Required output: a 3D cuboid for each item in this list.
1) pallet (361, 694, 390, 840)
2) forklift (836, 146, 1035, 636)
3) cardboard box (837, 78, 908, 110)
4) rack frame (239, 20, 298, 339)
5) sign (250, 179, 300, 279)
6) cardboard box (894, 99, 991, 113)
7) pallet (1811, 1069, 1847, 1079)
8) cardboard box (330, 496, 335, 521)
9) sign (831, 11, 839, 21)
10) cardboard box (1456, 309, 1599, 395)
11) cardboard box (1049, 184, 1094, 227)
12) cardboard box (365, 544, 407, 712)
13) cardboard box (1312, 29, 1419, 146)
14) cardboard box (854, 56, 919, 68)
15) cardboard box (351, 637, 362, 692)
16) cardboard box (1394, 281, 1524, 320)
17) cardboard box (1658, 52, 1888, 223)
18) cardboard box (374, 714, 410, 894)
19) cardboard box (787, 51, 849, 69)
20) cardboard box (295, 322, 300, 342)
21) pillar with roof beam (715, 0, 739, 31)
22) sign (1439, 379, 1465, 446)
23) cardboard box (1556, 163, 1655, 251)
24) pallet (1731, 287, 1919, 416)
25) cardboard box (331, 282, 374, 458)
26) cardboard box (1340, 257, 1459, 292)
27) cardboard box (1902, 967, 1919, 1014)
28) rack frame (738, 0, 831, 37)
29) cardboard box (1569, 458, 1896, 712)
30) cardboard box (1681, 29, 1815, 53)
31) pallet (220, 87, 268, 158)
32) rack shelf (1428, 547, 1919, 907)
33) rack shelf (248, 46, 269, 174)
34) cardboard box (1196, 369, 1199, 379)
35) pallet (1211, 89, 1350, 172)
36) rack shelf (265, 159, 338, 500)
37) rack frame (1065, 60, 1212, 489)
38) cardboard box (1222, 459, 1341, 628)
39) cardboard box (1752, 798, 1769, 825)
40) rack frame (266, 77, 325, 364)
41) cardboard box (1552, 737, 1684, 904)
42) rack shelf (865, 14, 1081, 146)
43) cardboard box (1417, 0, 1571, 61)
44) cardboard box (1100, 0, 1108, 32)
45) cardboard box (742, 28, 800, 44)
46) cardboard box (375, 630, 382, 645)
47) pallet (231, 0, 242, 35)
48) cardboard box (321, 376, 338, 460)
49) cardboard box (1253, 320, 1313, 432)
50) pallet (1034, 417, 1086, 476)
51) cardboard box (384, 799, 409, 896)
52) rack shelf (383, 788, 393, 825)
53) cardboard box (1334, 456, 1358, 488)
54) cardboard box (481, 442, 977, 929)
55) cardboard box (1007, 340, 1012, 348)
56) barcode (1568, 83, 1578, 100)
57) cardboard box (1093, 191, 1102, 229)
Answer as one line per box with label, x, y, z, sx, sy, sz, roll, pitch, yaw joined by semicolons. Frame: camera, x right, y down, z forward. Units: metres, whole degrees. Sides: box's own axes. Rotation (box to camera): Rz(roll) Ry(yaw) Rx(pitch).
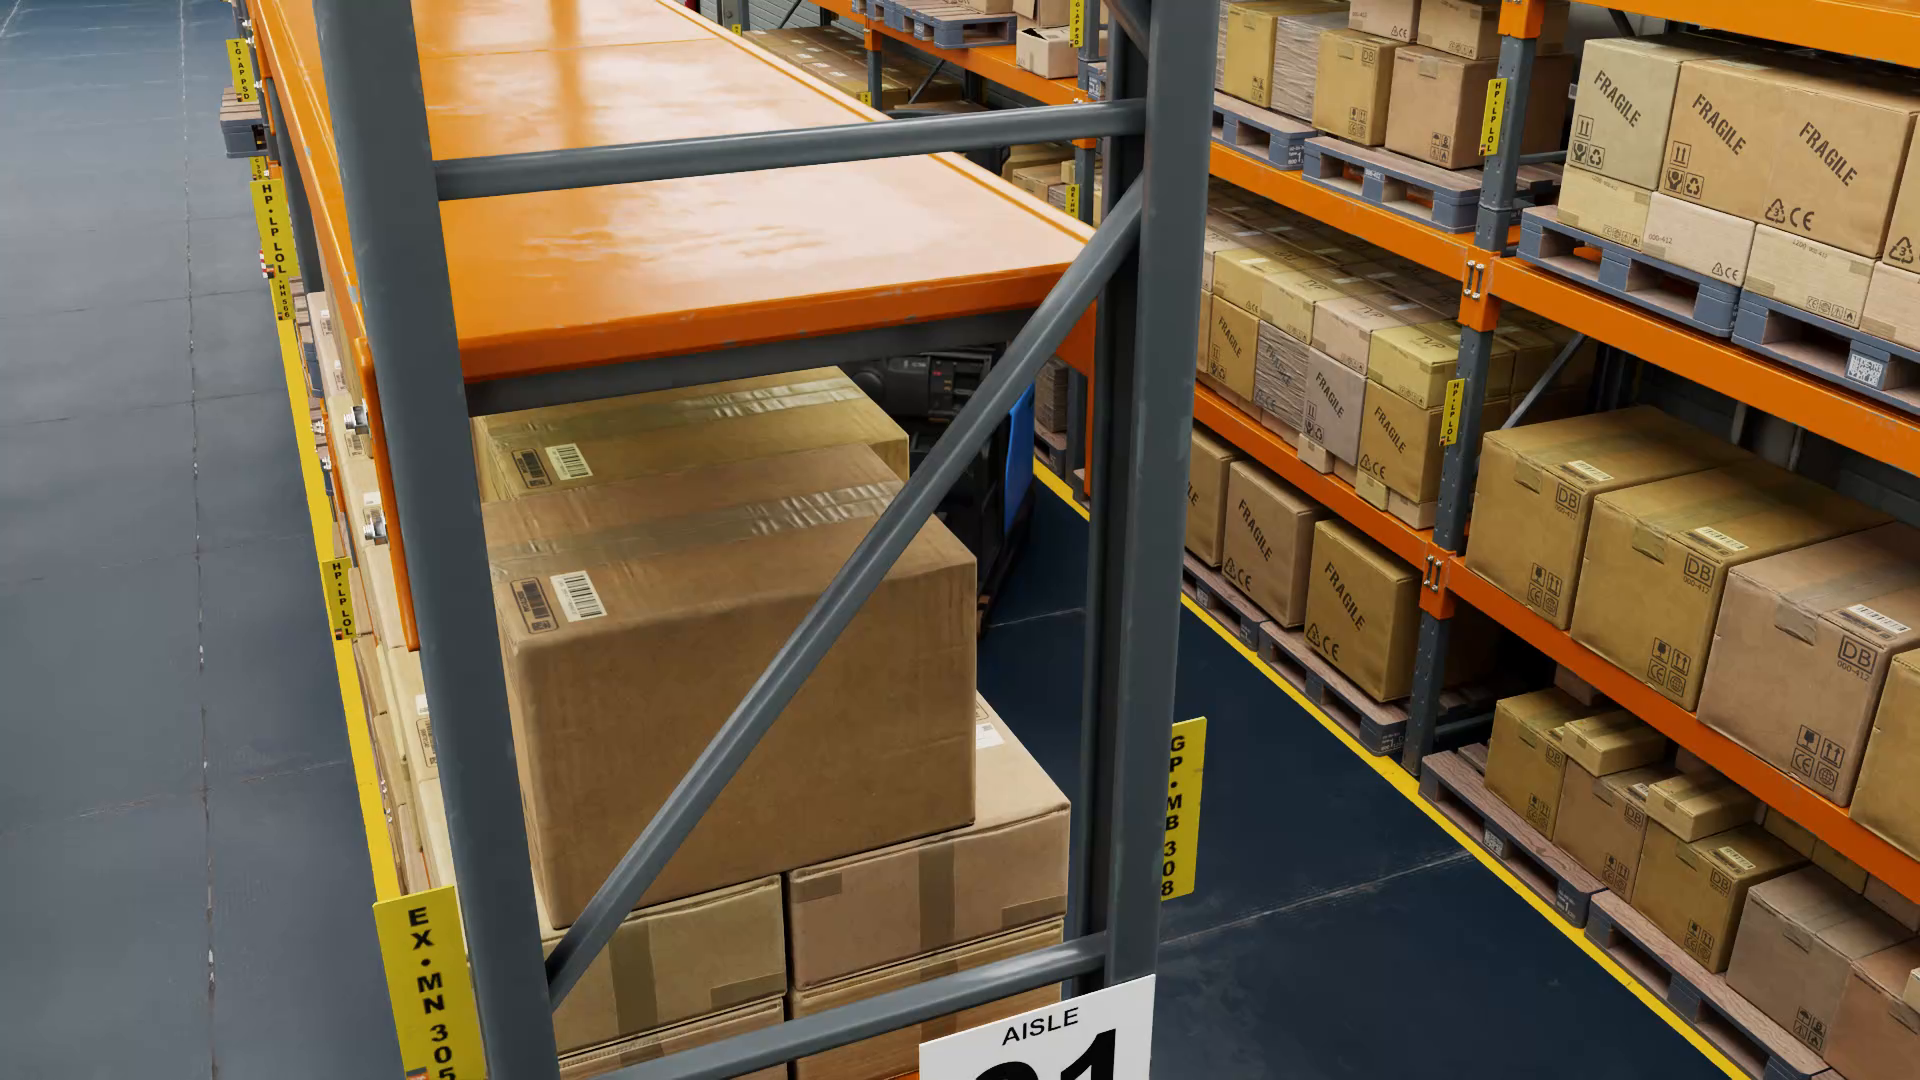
pallet;-2.577;1.078;8.802;1.003;0.211;1.213;-11;28;-21
forklift;-0.316;-0.889;9.802;1.129;2.867;3.031;6;27;12
cardboard box;-0.788;-3.858;15.027;0.500;0.500;0.500;-11;28;-21
rack frame;-4.875;-2.590;13.135;1.000;3.000;0.127;-11;28;-21
sign;-2.251;-1.020;5.464;0.100;0.325;0.005;-11;28;-21
cardboard box;-0.150;-3.474;14.330;0.700;0.500;0.500;-10;28;-20
pallet;3.996;2.346;6.205;1.003;0.211;1.213;-11;28;-21
cardboard box;-3.740;-0.349;10.562;0.500;0.311;0.500;-10;28;-19
sign;-1.366;-5.807;18.044;0.100;0.325;0.005;-11;28;-21
cardboard box;2.875;-0.968;8.482;0.500;0.250;0.500;-10;28;-19
cardboard box;1.055;-2.258;11.841;0.700;0.500;0.500;-14;29;-27
cardboard box;-0.999;0.182;3.641;0.500;0.250;0.500;-11;28;-21
cardboard box;2.294;-2.391;8.694;0.700;0.500;0.500;-11;28;-22
cardboard box;-0.699;-4.358;16.050;0.500;0.500;0.500;-10;28;-19
cardboard box;-2.991;0.597;8.955;0.500;0.500;0.500;-11;28;-21
cardboard box;2.664;-1.178;8.913;0.500;0.250;0.500;-10;28;-20
cardboard box;3.043;-1.521;6.252;0.500;0.500;0.500;-11;28;-22
cardboard box;-1.413;0.800;4.939;0.500;0.500;0.500;-11;28;-22
cardboard box;-1.380;-4.474;16.288;0.500;0.500;0.500;-10;28;-19
cardboard box;-4.942;-1.585;13.094;0.500;0.311;0.500;-10;28;-20
pillar with roof beam;-7.125;-9.301;20.044;9.100;9.000;0.400;-11;28;-21
sign;2.320;-0.600;7.831;0.100;0.325;0.005;-11;28;-21
cardboard box;2.843;-1.402;6.863;0.500;0.250;0.500;-11;28;-21
pallet;3.600;-0.697;5.941;1.003;0.211;1.213;-11;28;-21
cardboard box;-1.249;-0.585;4.358;0.700;0.500;0.500;-11;28;-21
cardboard box;2.463;-1.379;9.325;0.500;0.250;0.500;-12;28;-22
cardboard box;3.697;1.656;6.070;0.380;0.149;0.250;-10;28;-19
rack frame;-1.884;-5.057;18.189;1.000;3.000;0.127;-11;28;-21
cardboard box;3.293;0.170;7.141;0.980;0.700;0.700;-11;28;-22
cardboard box;3.303;-1.822;6.867;0.500;0.500;0.500;-11;28;-21
pallet;-3.656;-2.496;9.741;1.213;0.211;1.003;-9;28;-18
rack shelf;3.598;0.918;6.771;1.077;0.370;4.000;-11;28;-21
rack shelf;-4.091;-2.807;10.981;1.077;0.370;4.000;-11;28;-21
cardboard box;1.603;-1.142;10.434;0.380;0.149;0.250;-10;28;-19
pallet;1.990;-2.389;9.520;1.003;0.211;1.213;-9;28;-18
rack shelf;-2.525;-1.192;7.674;1.077;0.370;4.000;-11;28;-21
rack frame;1.249;-1.827;11.574;1.000;3.000;0.127;-11;28;-21
cardboard box;2.090;-0.034;9.872;0.750;0.750;0.750;-10;28;-19
cardboard box;3.550;1.078;7.254;0.380;0.149;0.250;-10;28;-20
rack frame;-1.742;-2.056;5.204;1.000;3.000;0.127;-11;28;-21
cardboard box;3.207;1.245;7.652;0.700;0.500;0.500;-11;28;-21
rack shelf;0.465;-3.659;12.727;1.077;0.370;4.000;-11;28;-21
cardboard box;2.591;-2.518;8.099;0.500;0.250;0.500;-9;27;-17
cardboard box;1.178;-3.559;11.566;0.500;0.500;0.500;-11;28;-21
cardboard box;-1.974;-5.091;17.552;0.500;0.500;0.500;-11;28;-21
cardboard box;-1.193;0.204;4.165;0.500;0.250;0.500;-11;28;-21
pallet;-5.232;-4.238;13.192;1.003;0.211;1.213;-11;28;-21
cardboard box;-1.779;-0.402;5.406;0.500;0.250;0.500;-11;28;-21
cardboard box;2.005;-0.952;9.305;0.500;0.500;0.500;-11;28;-20
pallet;0.944;-0.890;12.832;1.003;0.211;1.213;-11;28;-21
cardboard box;-2.198;1.416;7.279;0.500;0.500;0.500;-11;28;-21
rack shelf;-0.958;1.771;5.024;1.077;0.370;4.000;-11;28;-21
cardboard box;2.242;-0.407;8.928;0.380;0.149;0.250;-10;28;-19
cardboard box;-0.391;0.208;2.732;0.700;0.500;0.500;-11;28;-21
cardboard box;0.603;-1.607;13.471;0.700;0.500;0.500;-11;28;-21
barcode;2.924;-2.137;7.923;0.001;0.075;0.075;-8;27;-16
cardboard box;1.200;-2.113;10.828;0.500;0.250;0.500;-10;28;-19
